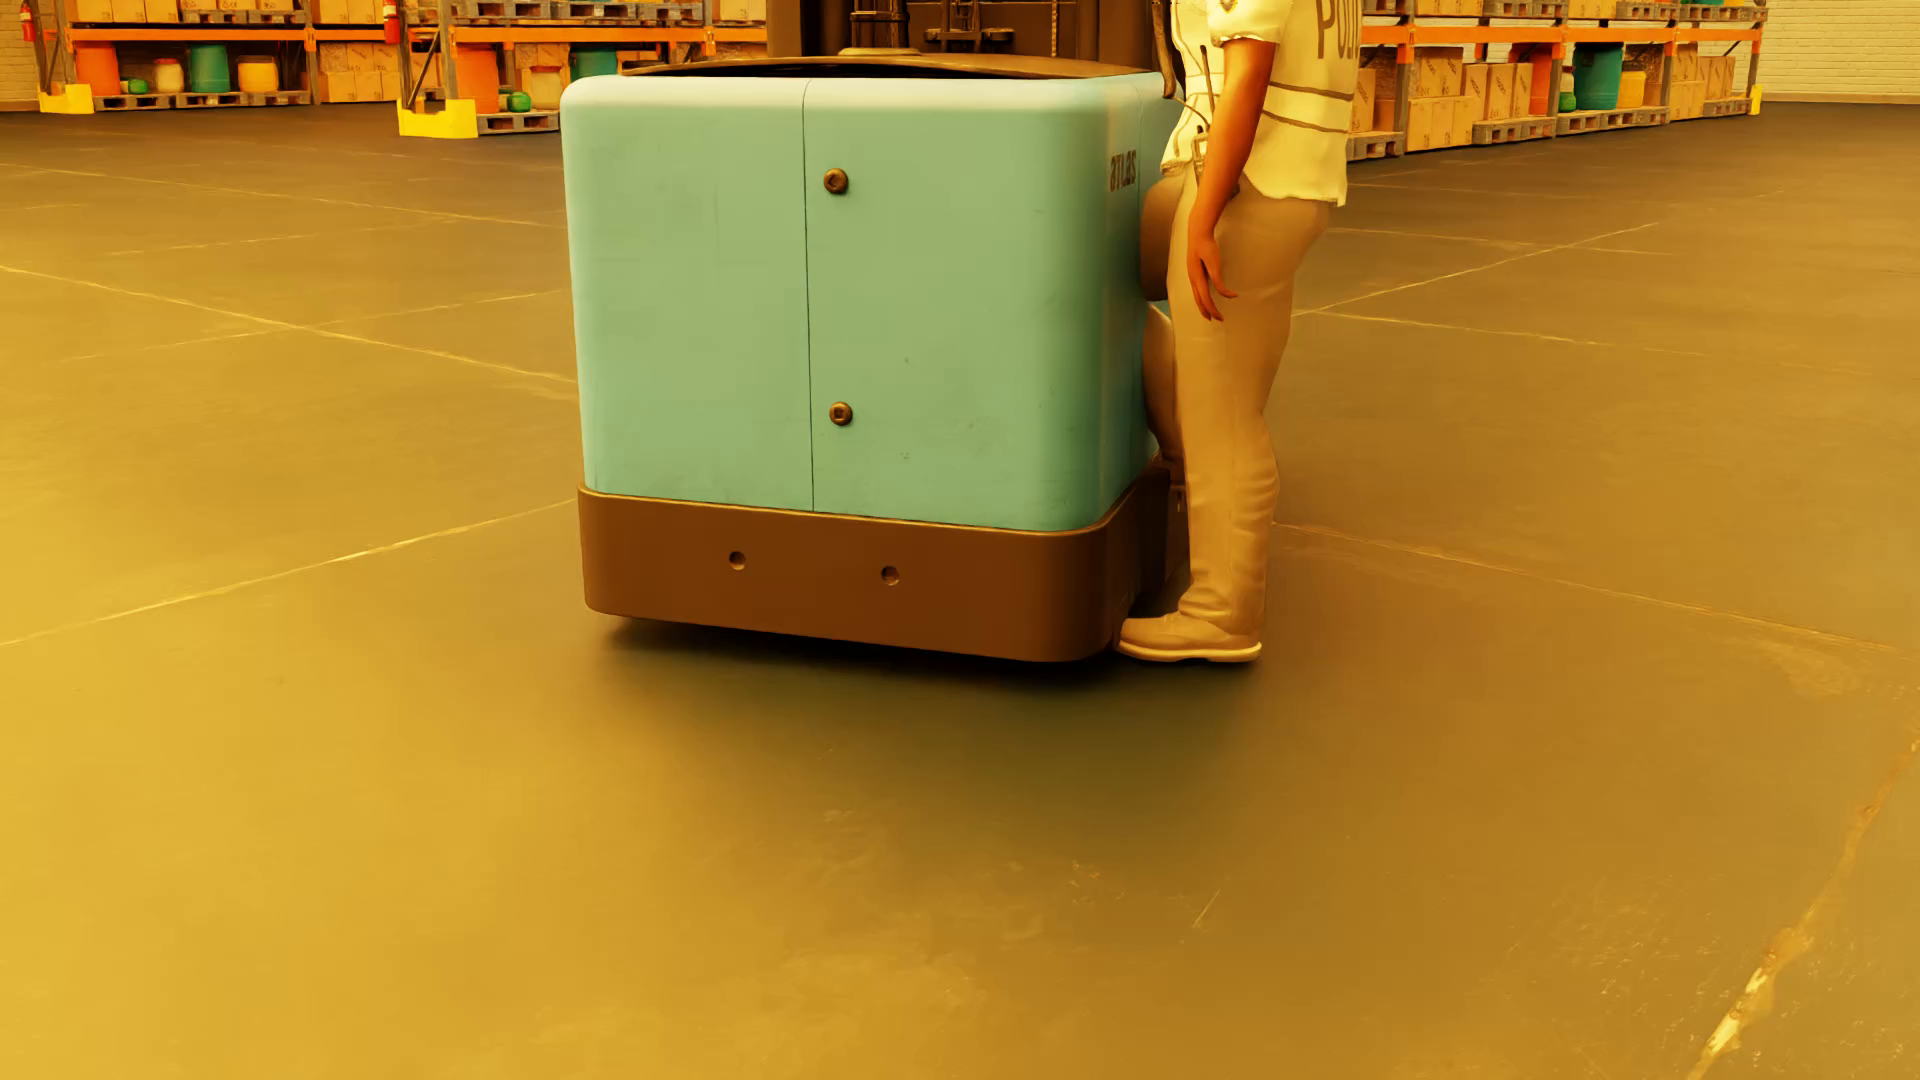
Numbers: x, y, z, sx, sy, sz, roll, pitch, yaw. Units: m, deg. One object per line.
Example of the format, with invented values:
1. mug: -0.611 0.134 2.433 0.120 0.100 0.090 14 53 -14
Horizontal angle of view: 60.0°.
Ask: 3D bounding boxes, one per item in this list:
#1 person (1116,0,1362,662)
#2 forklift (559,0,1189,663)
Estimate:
1. person: 0.409 -0.597 3.007 0.567 1.671 0.573 8 19 24
2. forklift: 0.182 -1.571 4.072 1.130 2.935 3.031 5 18 17
